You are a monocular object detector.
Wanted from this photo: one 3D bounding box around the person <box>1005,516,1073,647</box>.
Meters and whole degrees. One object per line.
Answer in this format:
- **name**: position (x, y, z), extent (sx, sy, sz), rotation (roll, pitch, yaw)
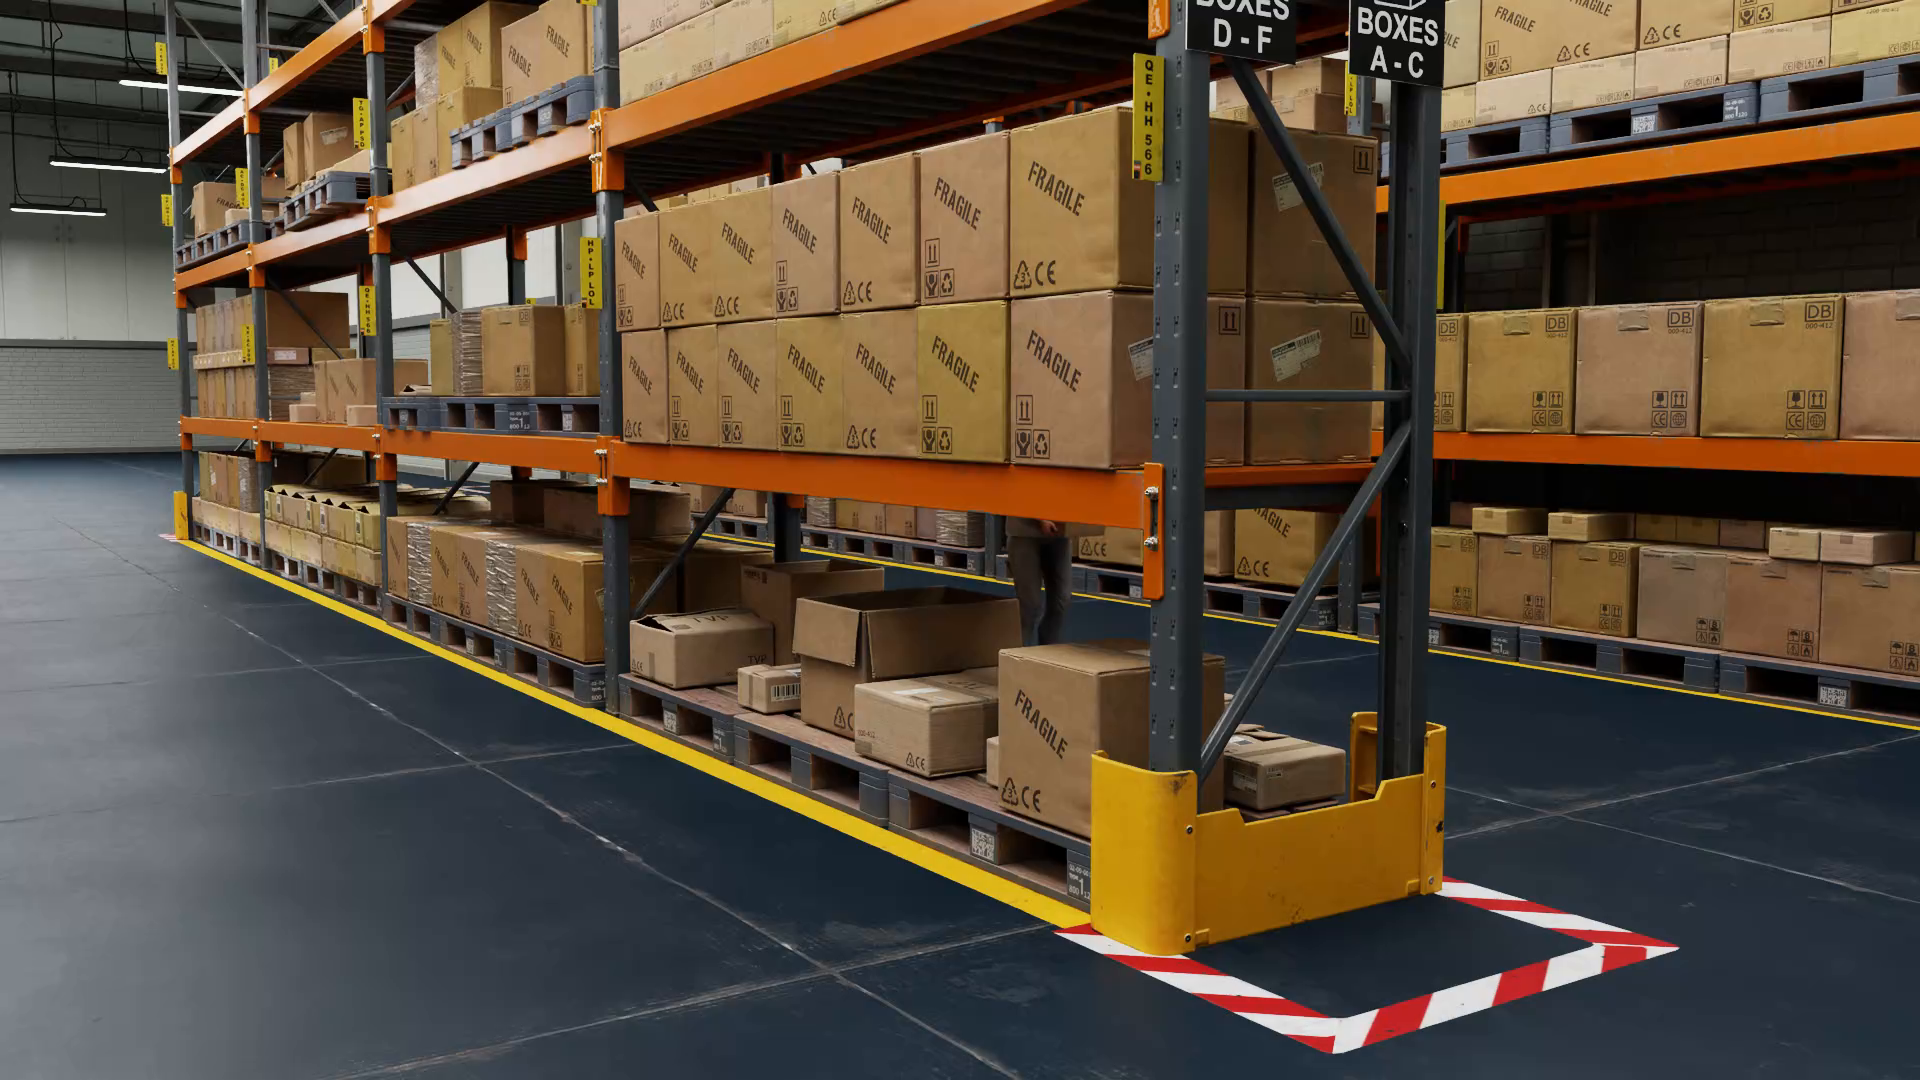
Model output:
- **person**: position (0.452, 0.000, 8.326), extent (0.406, 1.588, 0.492), rotation (-3, 6, -33)
